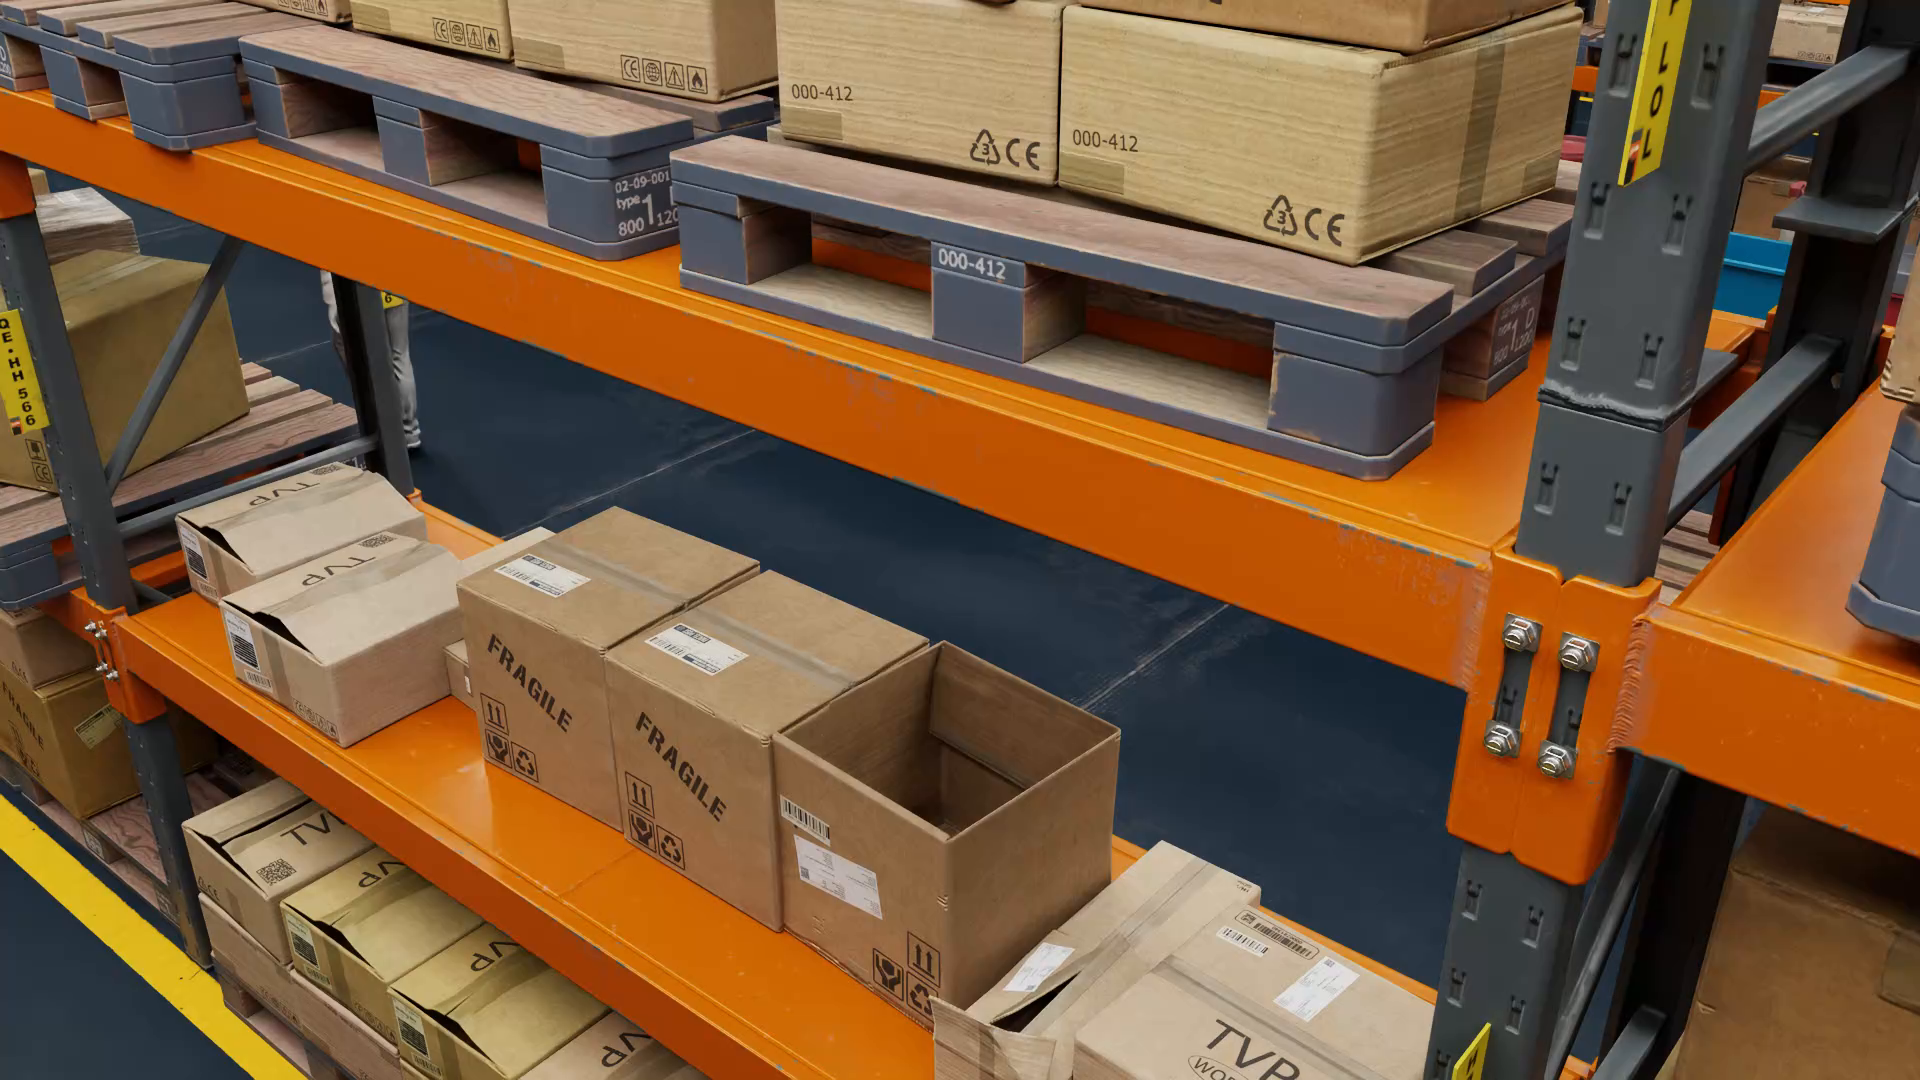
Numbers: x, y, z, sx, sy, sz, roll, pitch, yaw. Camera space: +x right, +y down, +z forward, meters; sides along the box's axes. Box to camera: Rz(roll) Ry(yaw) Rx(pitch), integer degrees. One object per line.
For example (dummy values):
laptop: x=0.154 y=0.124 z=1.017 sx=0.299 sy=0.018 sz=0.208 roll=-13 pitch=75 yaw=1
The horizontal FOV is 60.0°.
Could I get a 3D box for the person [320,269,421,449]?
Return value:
person: x=-3.021 y=-1.270 z=8.532 sx=0.526 sy=1.728 sz=0.506 roll=-18 pitch=32 yaw=-30
